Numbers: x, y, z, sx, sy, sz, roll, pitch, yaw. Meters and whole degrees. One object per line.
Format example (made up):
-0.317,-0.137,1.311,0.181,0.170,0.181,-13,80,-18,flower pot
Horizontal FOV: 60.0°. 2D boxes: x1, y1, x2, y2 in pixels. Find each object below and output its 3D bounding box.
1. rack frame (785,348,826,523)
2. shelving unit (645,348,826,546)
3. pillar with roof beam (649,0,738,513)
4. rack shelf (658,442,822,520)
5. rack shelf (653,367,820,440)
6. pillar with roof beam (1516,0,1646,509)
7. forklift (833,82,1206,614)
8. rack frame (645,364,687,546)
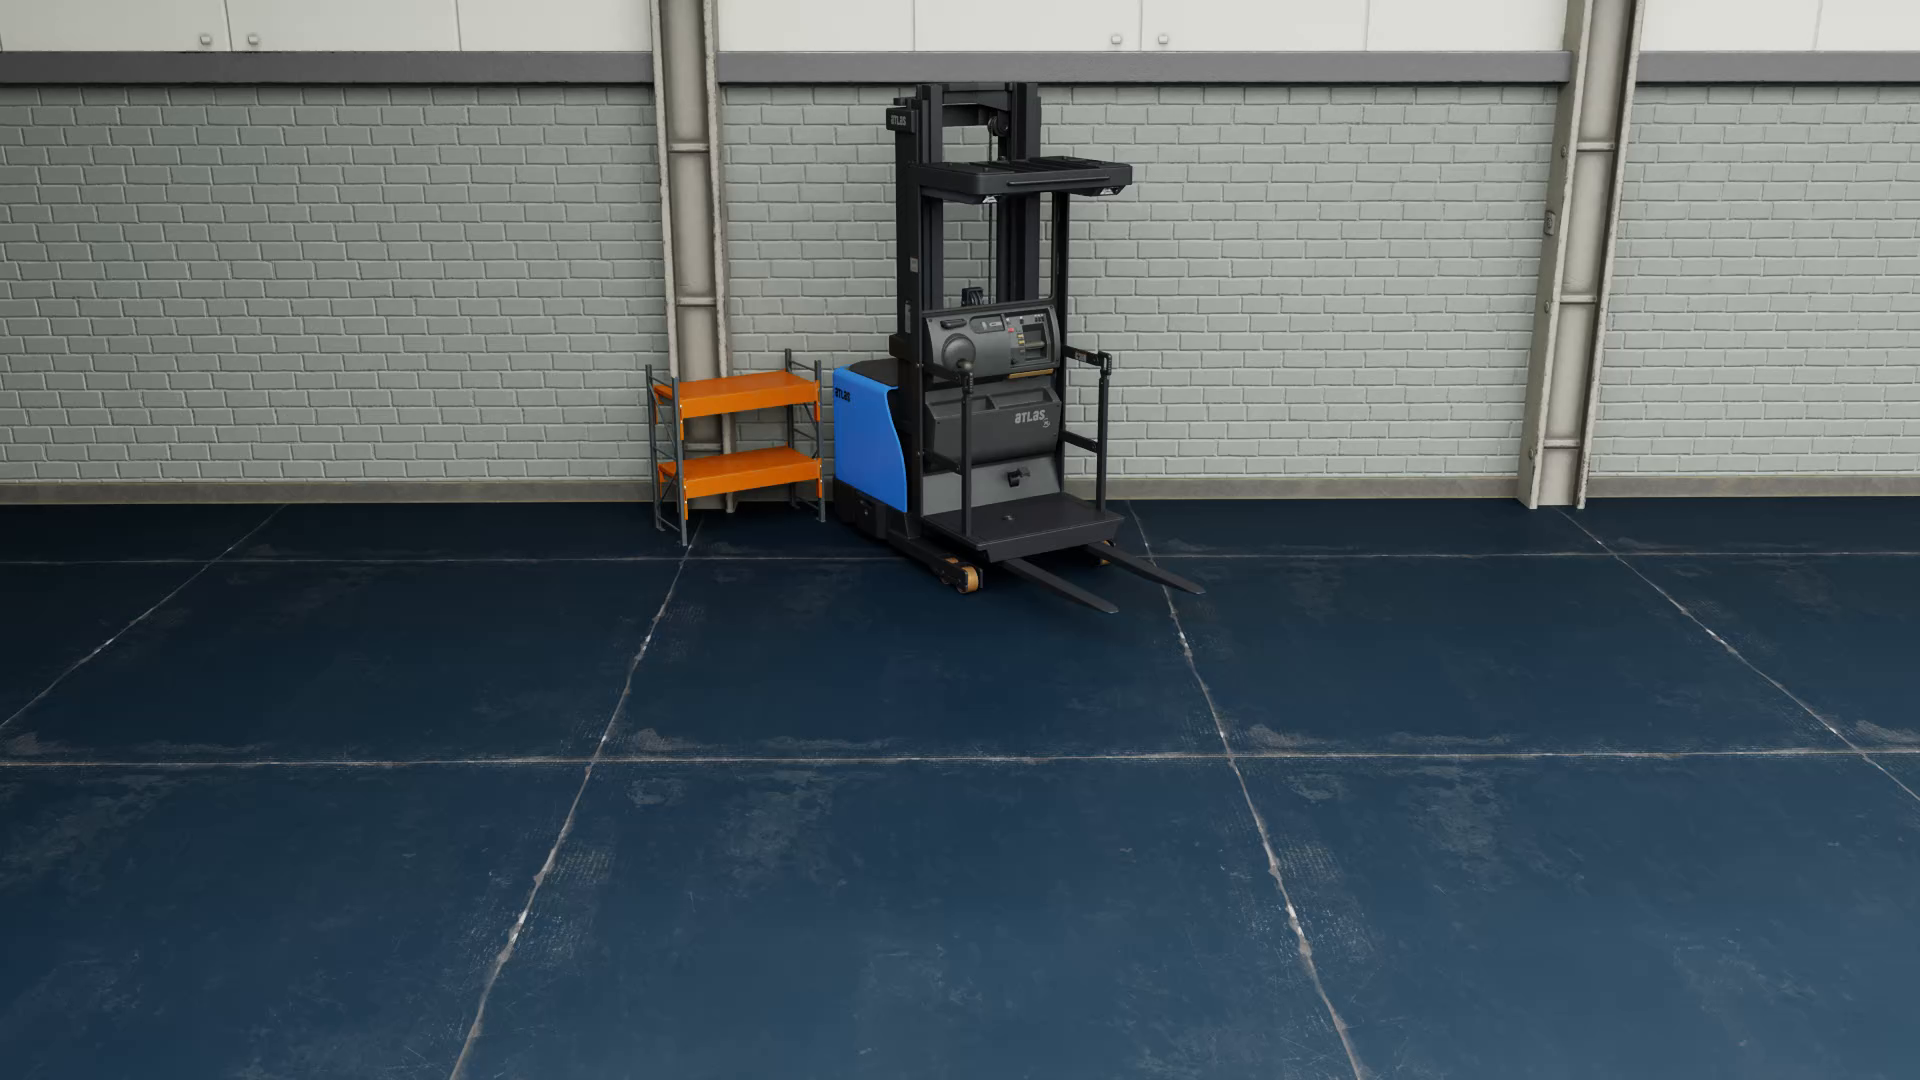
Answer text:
-1.068,-0.723,11.461,0.032,1.125,0.500,-11,21,-30,rack frame
-1.502,-0.643,11.209,1.048,1.125,0.538,-11,21,-30,shelving unit
-1.718,-3.210,6.322,0.400,9.000,9.100,0,18,-1,pillar with roof beam
-1.502,-0.410,11.284,1.000,0.278,0.538,-11,21,-30,rack shelf
-1.502,-0.921,11.120,1.000,0.278,0.538,-11,21,-30,rack shelf
4.281,-3.239,6.413,0.400,9.000,9.100,0,18,-1,pillar with roof beam
0.322,-1.233,10.093,1.130,2.935,3.031,-10,21,-30,forklift
-1.936,-0.562,10.957,0.032,1.125,0.500,-11,21,-30,rack frame
